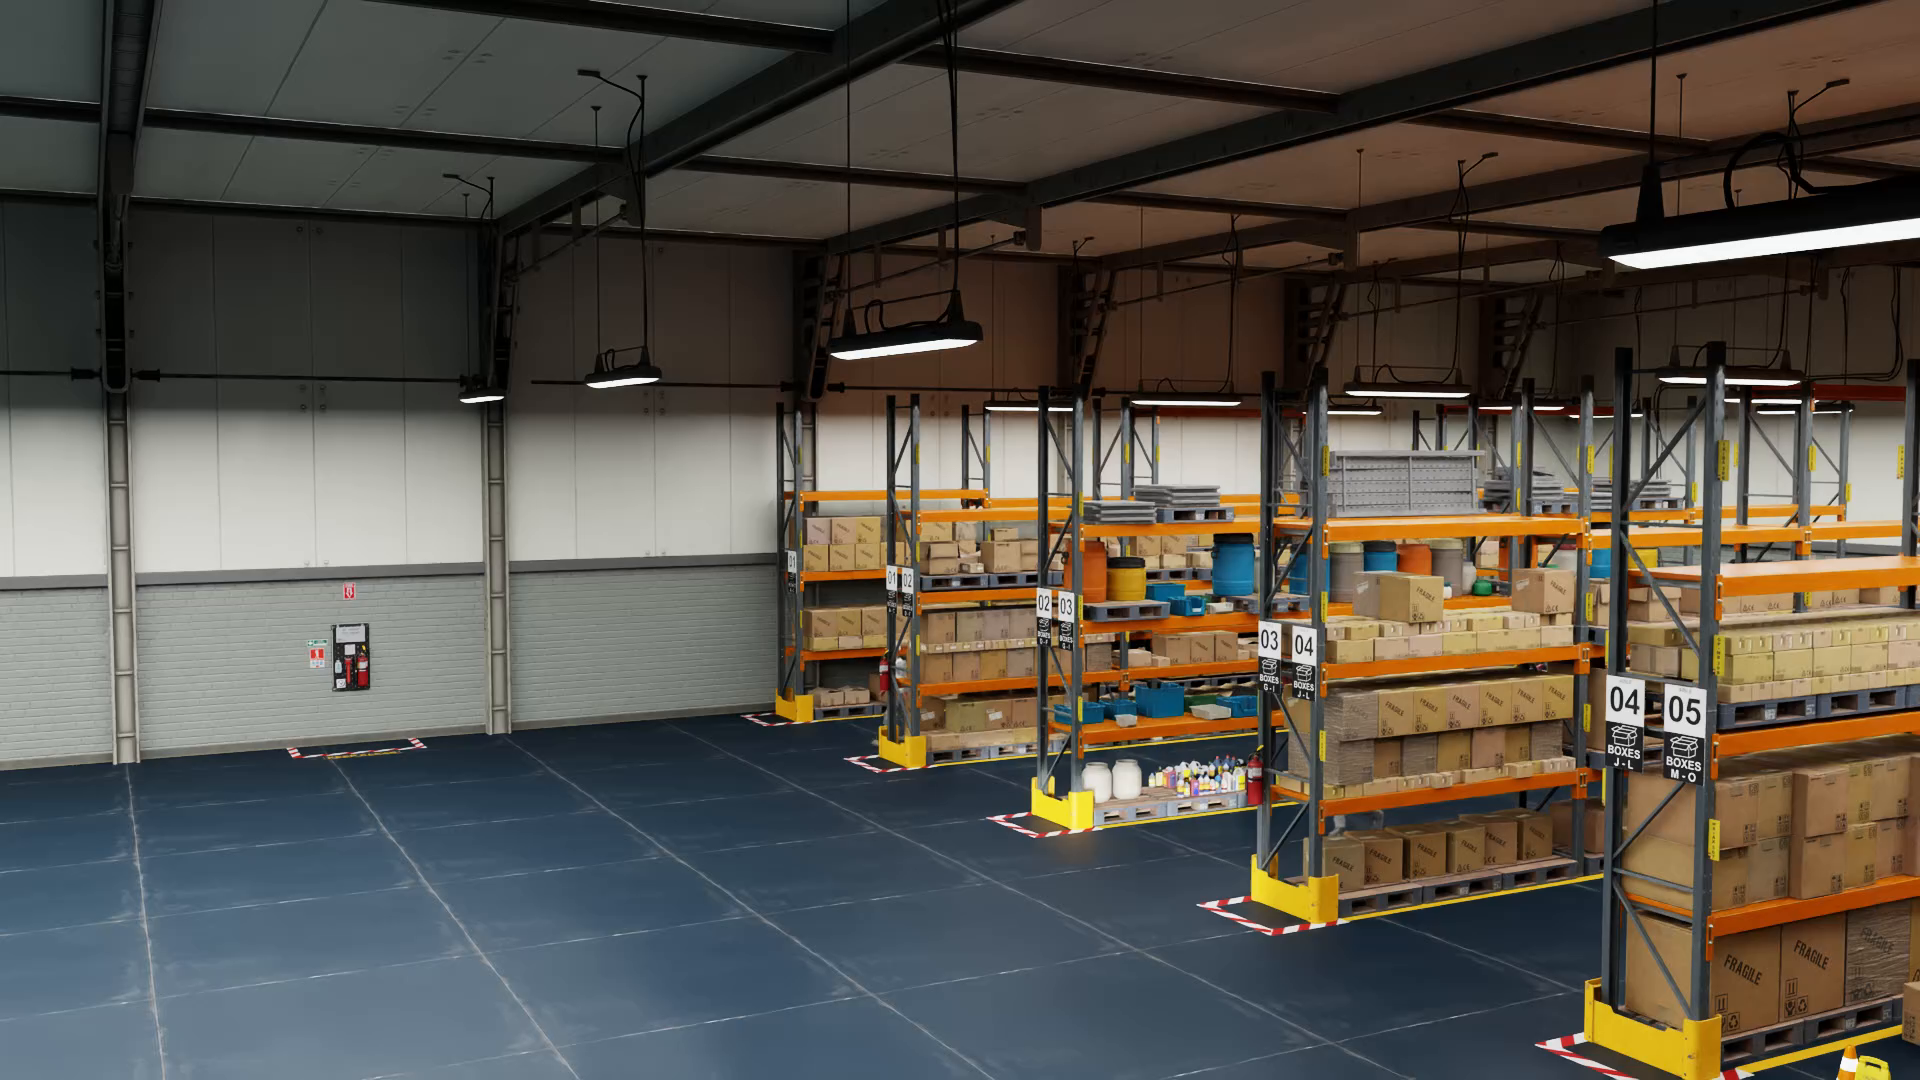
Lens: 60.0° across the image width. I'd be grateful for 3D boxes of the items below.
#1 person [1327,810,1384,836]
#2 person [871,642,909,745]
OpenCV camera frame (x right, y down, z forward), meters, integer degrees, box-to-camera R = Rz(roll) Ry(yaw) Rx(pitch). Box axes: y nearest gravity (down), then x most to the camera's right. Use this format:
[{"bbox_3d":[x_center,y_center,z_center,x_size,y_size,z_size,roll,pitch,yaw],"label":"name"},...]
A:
[{"bbox_3d":[5.236,3.075,22.107,0.886,1.679,0.588,-2,4,-31],"label":"person"},{"bbox_3d":[-1.169,2.639,28.903,0.879,1.744,0.553,-1,3,-15],"label":"person"}]
